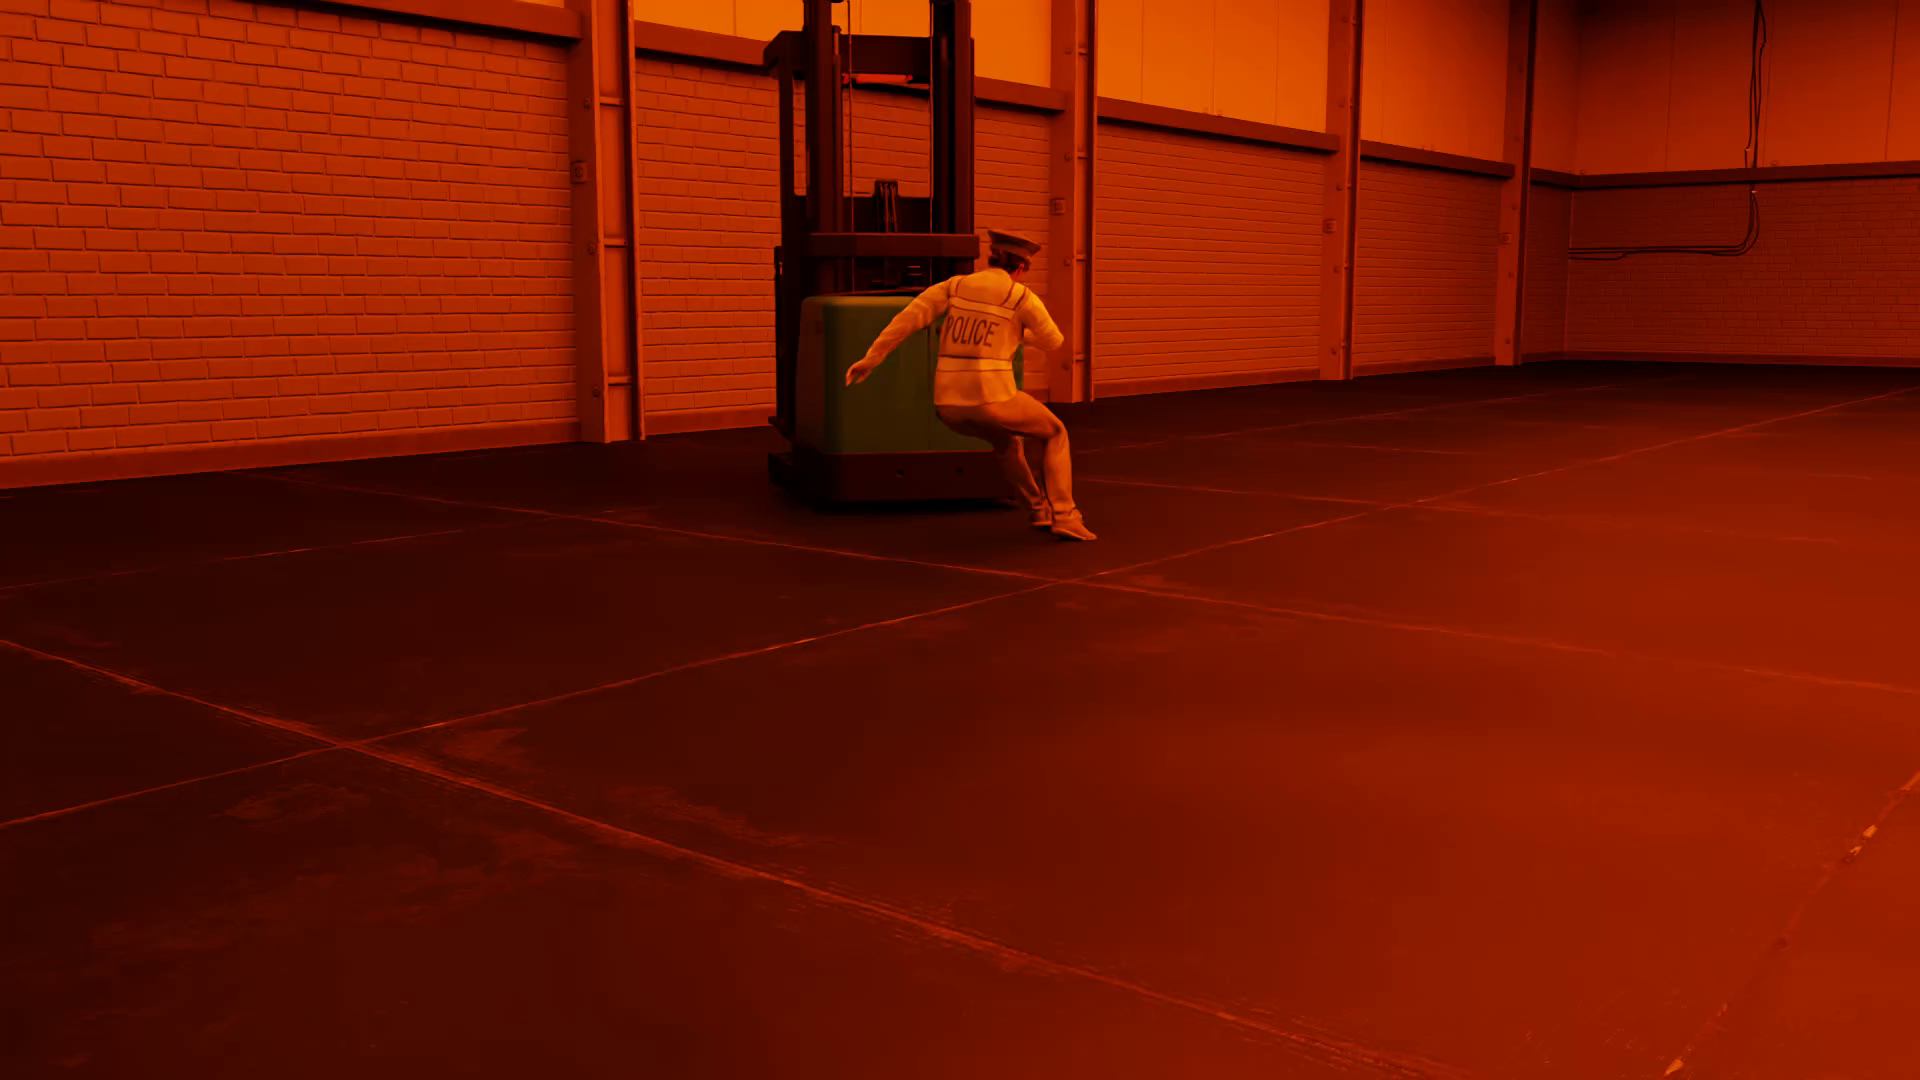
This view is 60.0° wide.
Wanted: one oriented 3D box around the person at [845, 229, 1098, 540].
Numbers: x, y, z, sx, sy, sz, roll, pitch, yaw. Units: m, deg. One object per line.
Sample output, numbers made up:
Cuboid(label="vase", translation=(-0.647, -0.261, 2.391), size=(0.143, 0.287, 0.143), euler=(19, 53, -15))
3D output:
Cuboid(label="person", translation=(0.124, -0.673, 7.487), size=(0.993, 1.416, 0.900), euler=(4, 9, 27))

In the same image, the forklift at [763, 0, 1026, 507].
Cuboid(label="forklift", translation=(-0.518, -1.793, 9.536), size=(1.130, 2.935, 3.031), euler=(-2, 9, -14))
